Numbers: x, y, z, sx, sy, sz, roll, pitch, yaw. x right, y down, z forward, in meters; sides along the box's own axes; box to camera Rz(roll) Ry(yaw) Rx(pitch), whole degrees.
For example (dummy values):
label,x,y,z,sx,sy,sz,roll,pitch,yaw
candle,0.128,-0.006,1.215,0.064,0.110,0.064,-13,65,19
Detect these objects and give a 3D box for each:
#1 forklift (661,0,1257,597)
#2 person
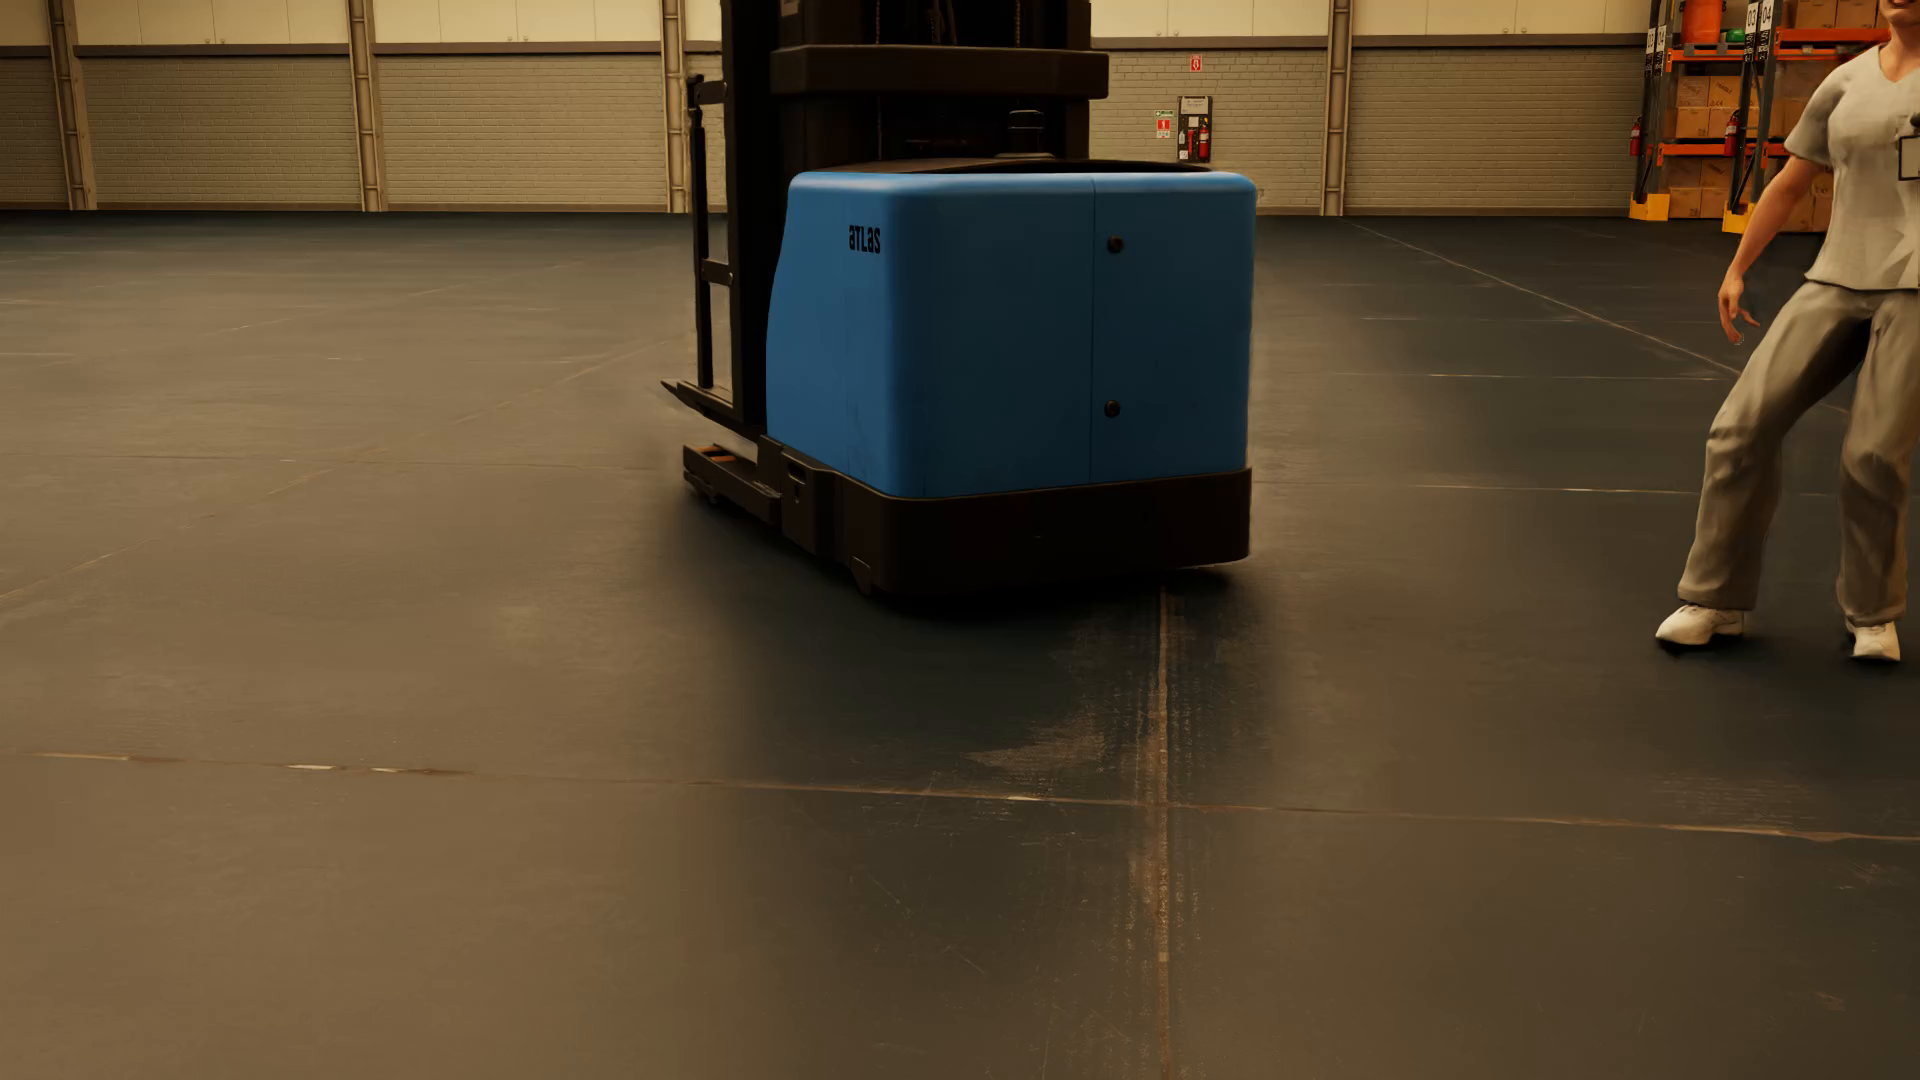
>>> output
label,x,y,z,sx,sy,sz,roll,pitch,yaw
forklift,-0.285,-1.575,5.246,1.130,2.935,3.031,-6,14,-23
person,1.968,-0.541,3.703,0.613,1.635,0.600,-9,16,-33
